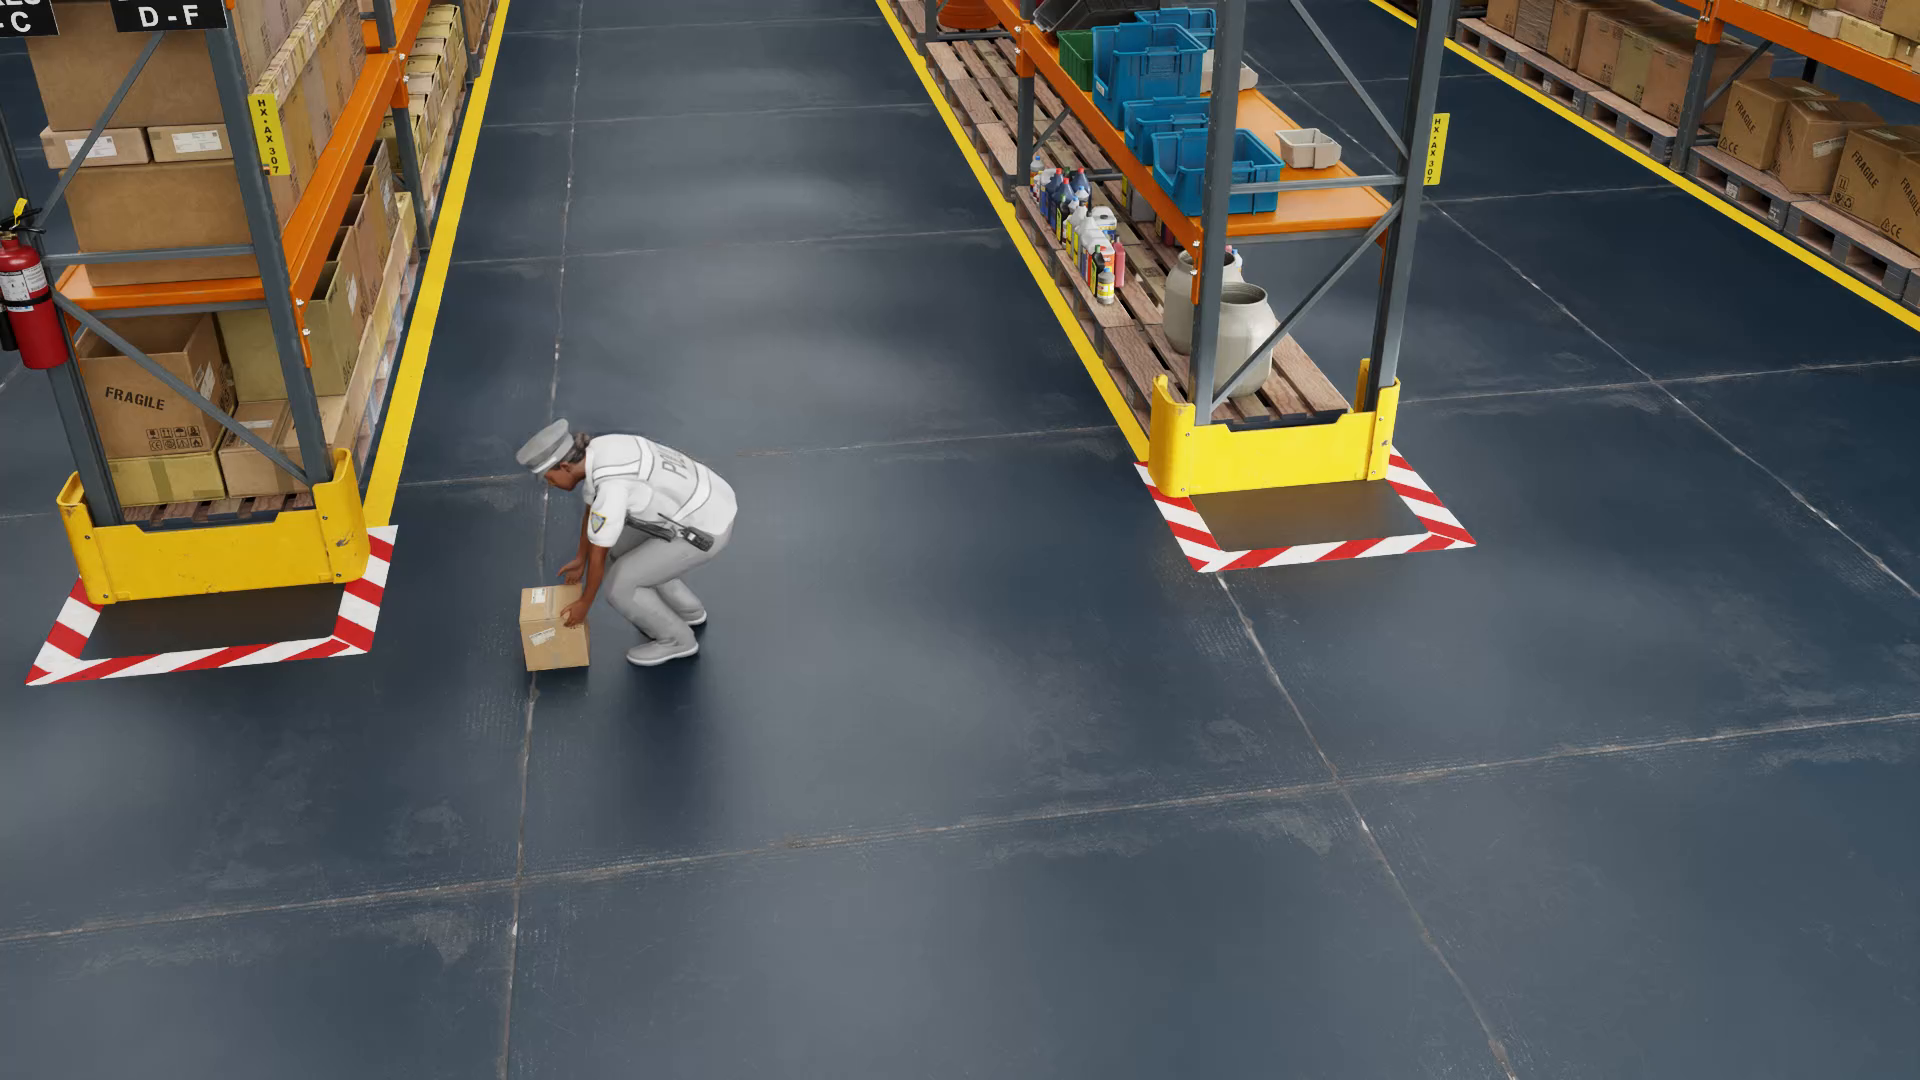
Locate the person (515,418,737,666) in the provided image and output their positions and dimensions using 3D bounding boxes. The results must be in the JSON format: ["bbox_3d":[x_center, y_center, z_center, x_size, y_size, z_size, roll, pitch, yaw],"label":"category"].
[{"bbox_3d":[-1.314,-0.015,6.728,0.834,1.083,0.495,-5,31,-9],"label":"person"}]
